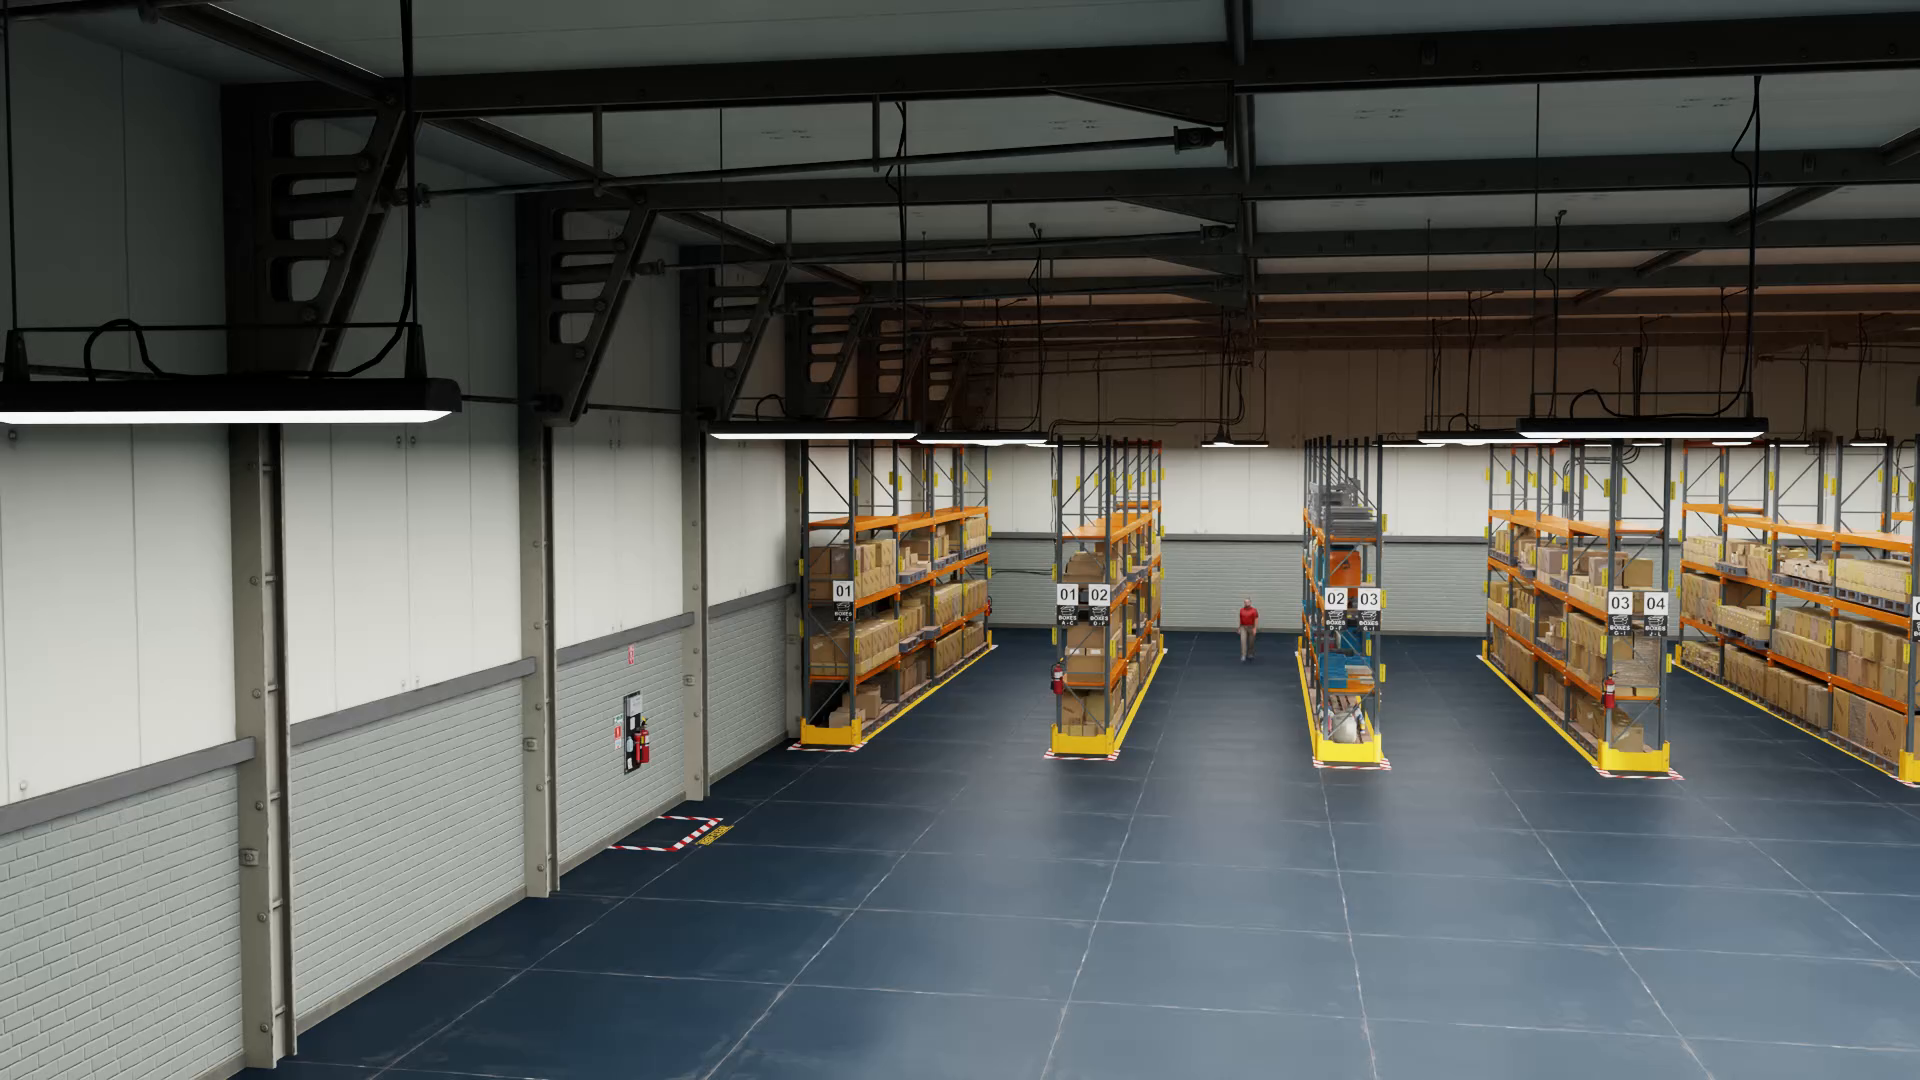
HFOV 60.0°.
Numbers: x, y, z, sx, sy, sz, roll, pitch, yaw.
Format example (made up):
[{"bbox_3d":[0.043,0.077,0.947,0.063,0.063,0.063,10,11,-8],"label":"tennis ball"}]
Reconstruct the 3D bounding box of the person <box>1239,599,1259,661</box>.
[{"bbox_3d":[7.853,2.427,45.222,0.527,1.655,1.084,1,3,11],"label":"person"}]
